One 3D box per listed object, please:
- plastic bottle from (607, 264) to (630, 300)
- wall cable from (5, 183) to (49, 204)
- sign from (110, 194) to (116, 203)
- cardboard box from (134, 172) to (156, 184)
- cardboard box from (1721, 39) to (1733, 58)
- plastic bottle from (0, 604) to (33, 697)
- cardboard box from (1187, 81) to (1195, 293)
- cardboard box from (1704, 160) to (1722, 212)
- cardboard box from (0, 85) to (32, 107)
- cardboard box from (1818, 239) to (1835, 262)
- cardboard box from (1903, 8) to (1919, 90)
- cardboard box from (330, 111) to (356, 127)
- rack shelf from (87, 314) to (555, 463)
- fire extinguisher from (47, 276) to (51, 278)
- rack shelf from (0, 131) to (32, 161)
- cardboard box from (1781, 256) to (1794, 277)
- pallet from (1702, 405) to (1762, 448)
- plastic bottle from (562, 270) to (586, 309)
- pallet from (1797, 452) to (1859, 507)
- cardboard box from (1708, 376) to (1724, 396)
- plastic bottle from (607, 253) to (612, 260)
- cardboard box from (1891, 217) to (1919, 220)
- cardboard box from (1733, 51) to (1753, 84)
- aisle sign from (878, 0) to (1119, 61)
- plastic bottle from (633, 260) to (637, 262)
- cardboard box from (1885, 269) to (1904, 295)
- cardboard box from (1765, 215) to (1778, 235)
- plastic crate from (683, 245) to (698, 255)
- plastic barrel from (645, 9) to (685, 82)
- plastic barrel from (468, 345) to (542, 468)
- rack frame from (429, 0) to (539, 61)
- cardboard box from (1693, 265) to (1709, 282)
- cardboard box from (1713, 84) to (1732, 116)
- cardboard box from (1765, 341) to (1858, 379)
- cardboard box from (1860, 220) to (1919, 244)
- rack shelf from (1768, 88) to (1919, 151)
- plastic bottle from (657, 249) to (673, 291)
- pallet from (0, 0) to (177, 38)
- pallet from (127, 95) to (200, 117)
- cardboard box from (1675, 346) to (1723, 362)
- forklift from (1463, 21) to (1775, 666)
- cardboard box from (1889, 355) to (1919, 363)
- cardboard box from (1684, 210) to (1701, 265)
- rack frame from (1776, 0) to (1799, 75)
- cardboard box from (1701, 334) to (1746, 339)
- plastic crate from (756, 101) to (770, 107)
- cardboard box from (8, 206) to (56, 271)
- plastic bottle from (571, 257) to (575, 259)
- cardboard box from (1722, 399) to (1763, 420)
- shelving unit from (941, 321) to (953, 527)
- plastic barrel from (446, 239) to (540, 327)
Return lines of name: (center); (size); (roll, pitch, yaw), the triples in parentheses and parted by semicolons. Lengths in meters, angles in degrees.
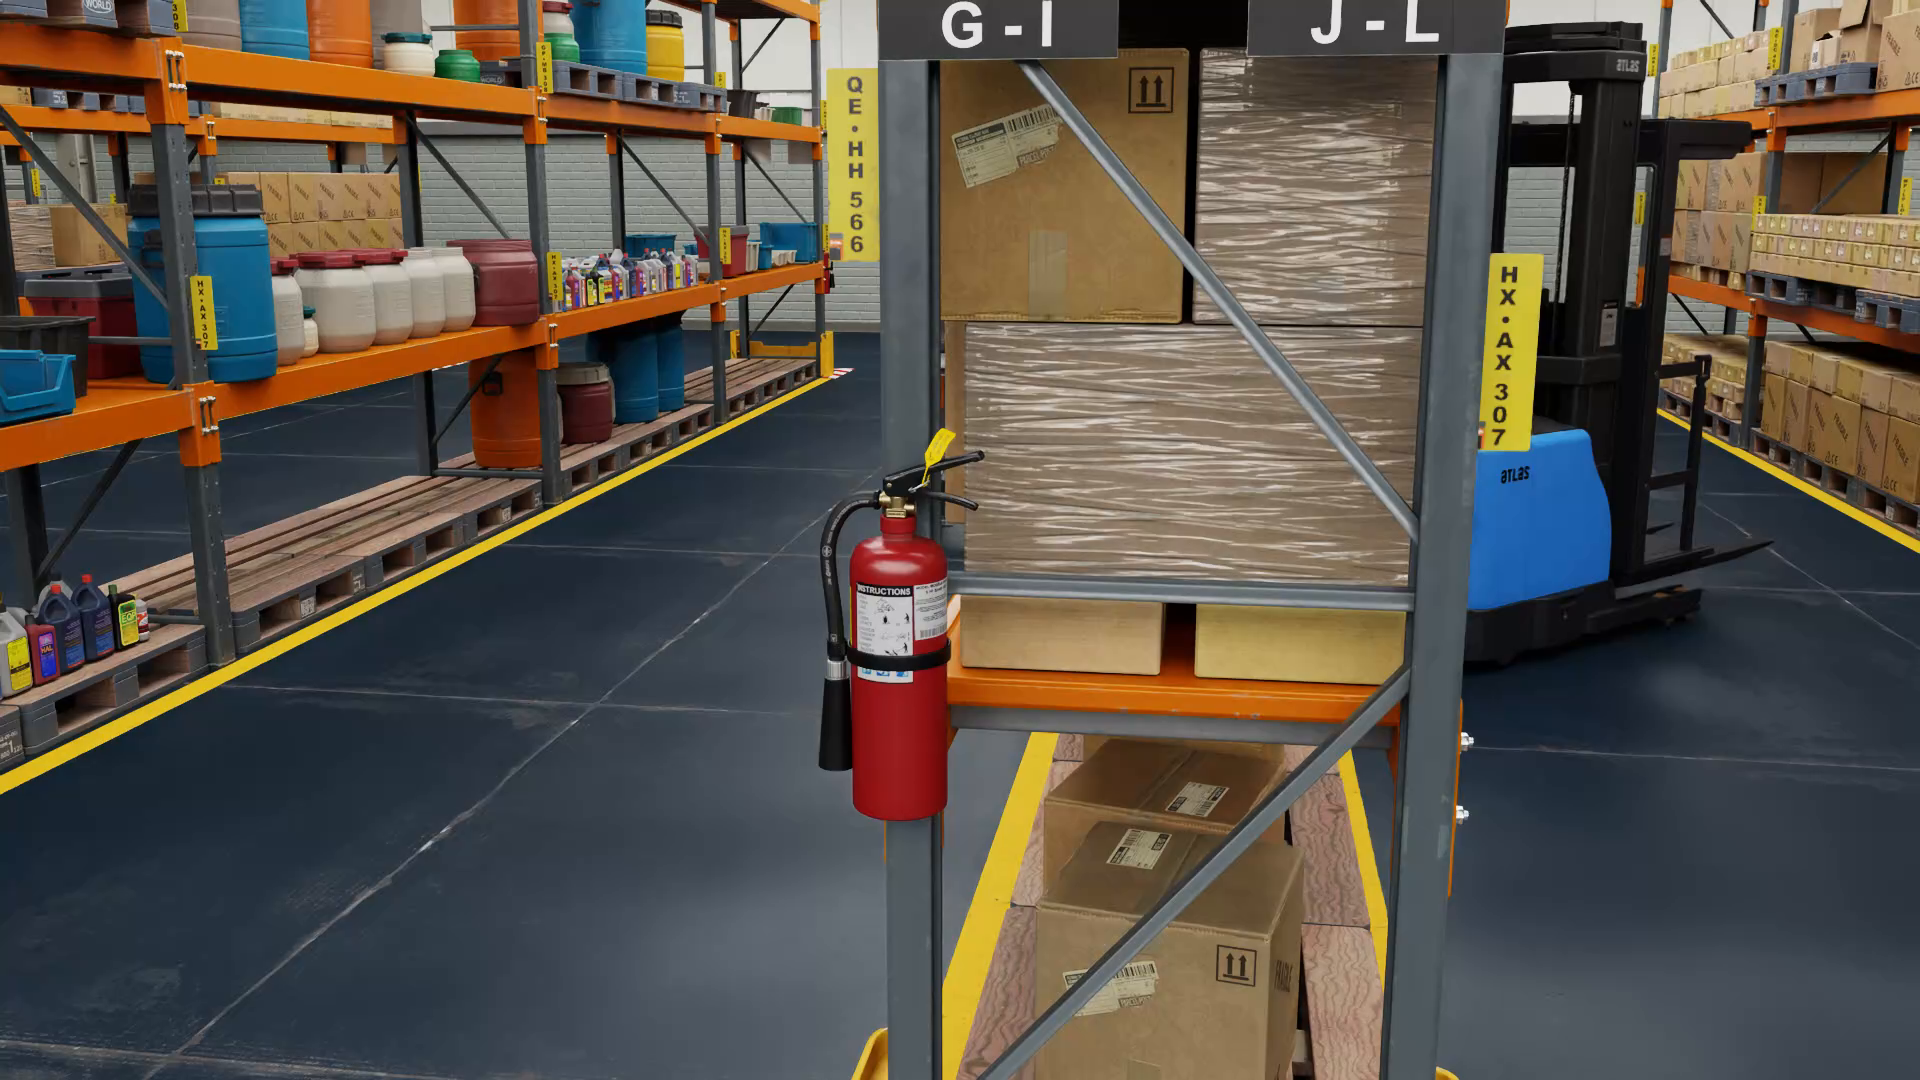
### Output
plastic bottle: (-2.698, -2.037, 13.120); (0.152, 0.276, 0.135); (2, 12, 9)
wall cable: (-12.594, -4.509, 21.887); (0.084, 1.984, 1.851); (2, 12, 9)
sign: (-8.113, -3.162, 15.993); (0.100, 0.325, 0.005); (2, 12, 9)
cardboard box: (-7.754, -3.375, 16.421); (0.500, 0.500, 0.500); (2, 12, 9)
cardboard box: (7.049, -4.396, 14.875); (0.380, 0.149, 0.250); (2, 12, 8)
plastic bottle: (-3.806, 0.434, 6.604); (0.144, 0.351, 0.185); (2, 12, 8)
cardboard box: (0.278, -0.813, 3.831); (0.500, 0.500, 0.500); (2, 12, 9)
cardboard box: (7.069, -3.223, 15.013); (0.500, 0.500, 0.500); (2, 12, 10)
cardboard box: (-7.999, -3.712, 13.241); (0.910, 0.500, 0.500); (2, 12, 9)
cardboard box: (6.344, -2.055, 11.802); (0.380, 0.149, 0.250); (2, 12, 8)
cardboard box: (6.383, -3.134, 10.558); (0.500, 0.500, 0.500); (2, 12, 9)
cardboard box: (-6.931, -4.625, 18.071); (0.500, 0.250, 0.500); (2, 12, 9)
rack shelf: (-3.605, -0.961, 9.542); (1.077, 0.370, 4.000); (2, 12, 9)
fire extinguisher: (-11.377, -3.512, 20.738); (0.296, 0.674, 0.183); (2, 12, 9)
rack shelf: (-12.164, -4.414, 18.443); (1.077, 0.370, 4.000); (2, 12, 9)
cardboard box: (6.463, -2.073, 12.592); (0.380, 0.149, 0.250); (2, 12, 9)
pallet: (7.166, -0.998, 14.621); (1.003, 0.211, 1.213); (2, 12, 9)
plastic bottle: (-2.840, -1.845, 12.227); (0.152, 0.276, 0.135); (2, 12, 9)
pallet: (6.794, -0.440, 12.033); (1.003, 0.211, 1.213); (2, 12, 9)
cardboard box: (6.885, -1.366, 14.775); (0.380, 0.149, 0.250); (1, 12, 7)
plastic bottle: (-3.160, -2.442, 14.984); (0.061, 0.283, 0.133); (2, 12, 9)
cardboard box: (7.065, -2.288, 12.176); (0.380, 0.149, 0.250); (1, 12, 7)
cardboard box: (7.009, -4.069, 14.306); (0.500, 0.250, 0.500); (1, 12, 6)
aisle sign: (0.060, -1.171, 2.637); (0.394, 0.787, 0.004); (2, 12, 9)
plastic bottle: (-2.704, -2.198, 13.876); (0.097, 0.271, 0.097); (0, 12, 0)
cardboard box: (6.144, -1.639, 10.577); (0.380, 0.149, 0.250); (2, 12, 8)
cardboard box: (6.545, -2.468, 13.011); (0.380, 0.149, 0.250); (2, 12, 10)
plastic crate: (-2.679, -2.965, 17.386); (0.416, 0.233, 0.300); (2, 12, 9)
plastic barrel: (-2.622, -4.129, 13.969); (0.600, 0.588, 0.600); (0, 12, 0)
plastic barrel: (-3.239, -0.976, 12.057); (0.600, 0.830, 0.708); (2, 12, 9)
rack frame: (-3.297, -4.662, 10.766); (1.000, 3.000, 0.127); (2, 12, 9)
cardboard box: (7.079, -2.492, 15.532); (0.380, 0.149, 0.250); (2, 12, 10)
cardboard box: (7.072, -3.933, 14.859); (0.500, 0.250, 0.500); (2, 12, 8)
cardboard box: (6.723, -1.424, 13.139); (0.500, 0.250, 0.500); (1, 12, 6)
cardboard box: (6.223, -2.040, 11.025); (0.380, 0.149, 0.250); (2, 12, 10)
rack shelf: (6.790, -2.918, 11.501); (1.077, 0.370, 4.000); (2, 12, 9)
plastic bottle: (-2.529, -2.297, 14.151); (0.144, 0.351, 0.185); (2, 12, 9)
pallet: (-3.927, -2.117, 6.526); (1.213, 0.211, 1.003); (2, 12, 9)
pallet: (-7.746, -3.964, 15.094); (1.213, 0.211, 1.003); (2, 12, 9)
cardboard box: (7.113, -1.782, 16.001); (0.380, 0.149, 0.250); (2, 12, 10)
forklift: (3.217, -1.078, 8.539); (3.031, 2.935, 1.130); (-9, 15, -36)
cardboard box: (7.073, -1.189, 12.049); (0.500, 0.250, 0.500); (1, 12, 6)
cardboard box: (7.153, -2.842, 15.618); (0.500, 0.500, 0.500); (2, 12, 7)
rack frame: (7.097, -5.152, 13.041); (1.000, 3.000, 0.127); (2, 12, 9)
cardboard box: (7.881, -2.036, 17.181); (0.380, 0.149, 0.250); (2, 12, 9)
plastic crate: (-2.402, -4.726, 18.493); (0.497, 0.269, 0.590); (2, 12, 9)
cardboard box: (-7.876, -2.464, 13.571); (0.700, 0.500, 0.500); (4, 13, 19)
plastic bottle: (-3.297, -2.258, 14.126); (0.061, 0.283, 0.133); (2, 12, 9)
cardboard box: (6.821, -1.124, 14.360); (0.380, 0.149, 0.250); (2, 12, 9)
shelving unit: (0.025, -1.061, 10.432); (0.431, 2.100, 0.503); (2, 12, 9)
plastic barrel: (-3.069, -1.689, 10.890); (0.600, 0.536, 0.708); (2, 12, 9)
